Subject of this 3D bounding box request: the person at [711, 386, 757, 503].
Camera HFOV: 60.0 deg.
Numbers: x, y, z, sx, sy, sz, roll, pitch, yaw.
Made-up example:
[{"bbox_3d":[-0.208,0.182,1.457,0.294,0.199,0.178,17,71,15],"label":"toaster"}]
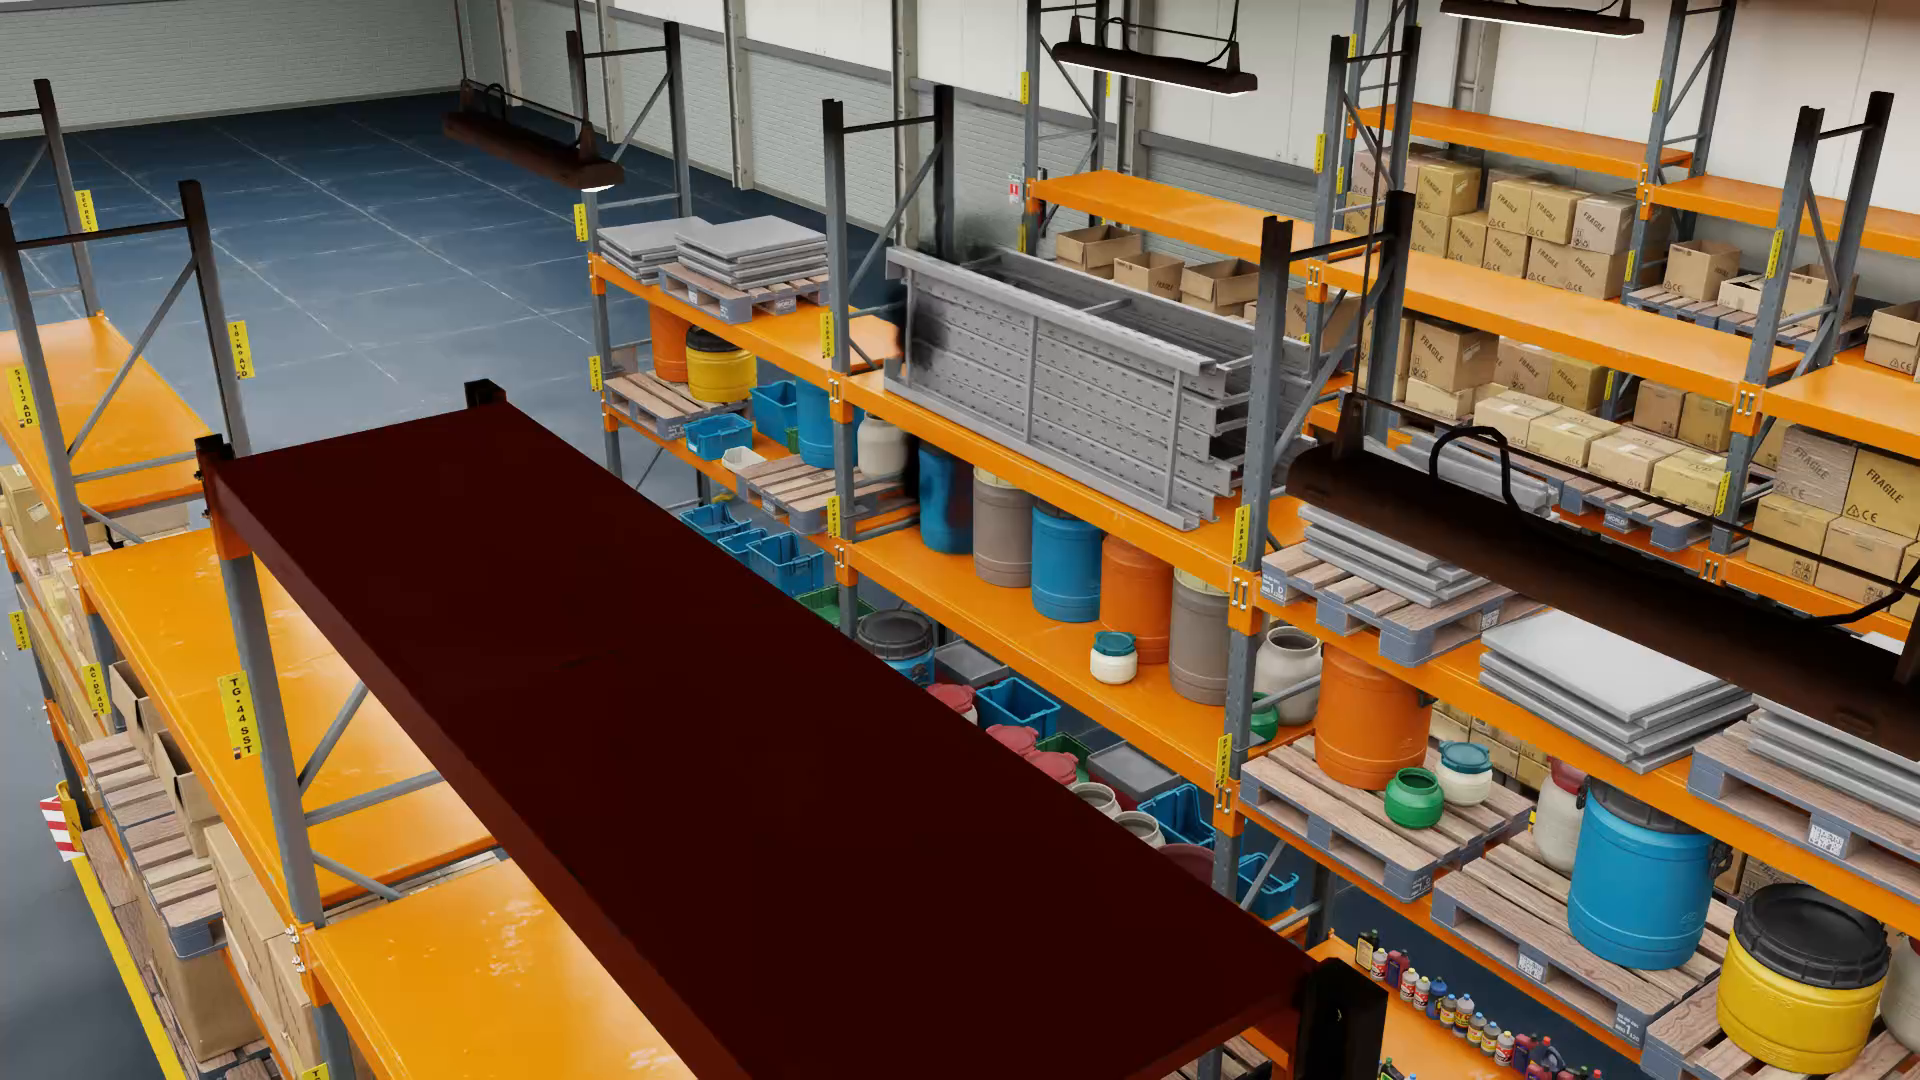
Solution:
[{"bbox_3d":[-2.561,-1.250,19.577,0.916,1.782,0.681,-2,25,-4],"label":"person"}]
